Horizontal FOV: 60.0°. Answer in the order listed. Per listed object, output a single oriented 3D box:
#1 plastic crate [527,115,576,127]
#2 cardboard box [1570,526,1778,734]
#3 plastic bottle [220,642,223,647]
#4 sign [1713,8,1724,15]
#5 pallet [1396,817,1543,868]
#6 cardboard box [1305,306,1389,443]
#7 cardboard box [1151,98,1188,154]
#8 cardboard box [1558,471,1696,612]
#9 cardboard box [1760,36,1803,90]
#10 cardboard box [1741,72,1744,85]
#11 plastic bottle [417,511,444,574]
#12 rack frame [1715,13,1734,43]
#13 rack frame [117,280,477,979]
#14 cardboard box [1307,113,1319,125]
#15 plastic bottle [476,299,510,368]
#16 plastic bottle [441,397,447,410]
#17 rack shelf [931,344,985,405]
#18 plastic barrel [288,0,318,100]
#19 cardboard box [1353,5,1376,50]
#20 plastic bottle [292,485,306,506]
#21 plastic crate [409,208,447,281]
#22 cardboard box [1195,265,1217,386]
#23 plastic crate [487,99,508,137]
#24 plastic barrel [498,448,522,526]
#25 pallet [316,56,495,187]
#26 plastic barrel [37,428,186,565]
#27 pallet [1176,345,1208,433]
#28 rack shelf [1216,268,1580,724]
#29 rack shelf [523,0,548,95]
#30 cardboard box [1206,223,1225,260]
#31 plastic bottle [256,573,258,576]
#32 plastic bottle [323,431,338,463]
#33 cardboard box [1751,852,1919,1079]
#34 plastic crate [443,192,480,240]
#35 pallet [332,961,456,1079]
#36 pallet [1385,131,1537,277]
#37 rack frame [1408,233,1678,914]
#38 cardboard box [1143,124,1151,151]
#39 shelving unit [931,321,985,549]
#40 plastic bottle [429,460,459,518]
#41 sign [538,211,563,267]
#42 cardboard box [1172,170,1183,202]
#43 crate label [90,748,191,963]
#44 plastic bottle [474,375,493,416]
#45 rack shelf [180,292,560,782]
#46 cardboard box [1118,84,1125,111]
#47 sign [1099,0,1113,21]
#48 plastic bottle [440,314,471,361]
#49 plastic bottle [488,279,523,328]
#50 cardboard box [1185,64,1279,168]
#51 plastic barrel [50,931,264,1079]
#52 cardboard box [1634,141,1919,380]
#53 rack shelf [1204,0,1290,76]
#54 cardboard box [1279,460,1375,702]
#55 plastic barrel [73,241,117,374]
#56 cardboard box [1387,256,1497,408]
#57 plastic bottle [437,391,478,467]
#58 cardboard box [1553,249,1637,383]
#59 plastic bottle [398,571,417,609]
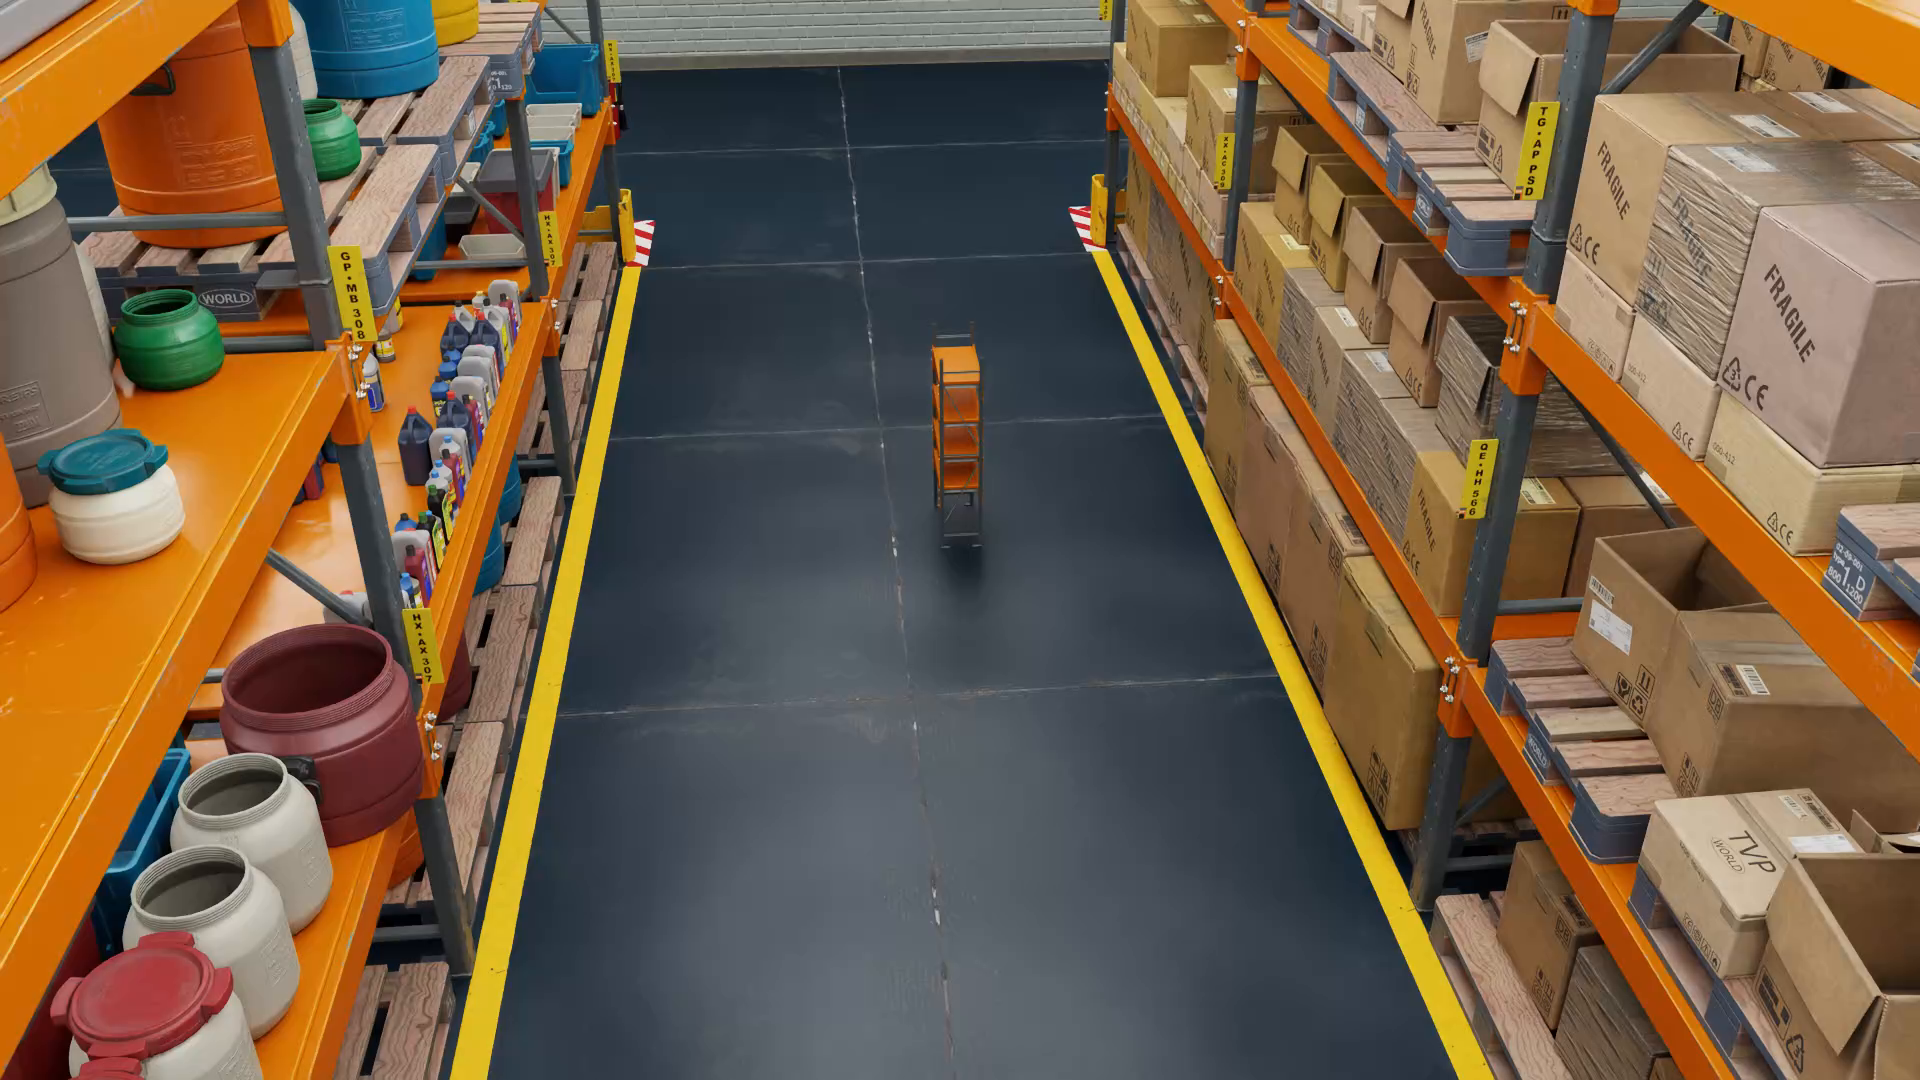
[{"bbox_3d":[-2.968,-2.954,11.970,0.396,0.136,0.243,-3,31,-5],"label":"plastic crate"},{"bbox_3d":[2.532,0.300,5.817,0.500,0.500,0.500,-6,31,-11],"label":"cardboard box"},{"bbox_3d":[-2.945,0.326,6.474,0.097,0.201,0.097,0,31,0],"label":"plastic bottle"},{"bbox_3d":[6.102,-4.367,13.292,0.100,0.325,0.005,-3,31,-5],"label":"sign"},{"bbox_3d":[2.443,1.040,7.803,1.003,0.211,1.213,-3,31,-5],"label":"pallet"},{"bbox_3d":[2.010,-0.814,8.090,0.500,0.500,0.500,-2,31,-4],"label":"cardboard box"},{"bbox_3d":[1.623,-2.853,11.457,0.500,0.250,0.500,-3,31,-6],"label":"cardboard box"},{"bbox_3d":[2.667,-0.055,6.820,0.500,0.500,0.500,-2,31,-3],"label":"cardboard box"},{"bbox_3d":[6.484,-3.678,12.595,0.500,0.500,0.500,-3,31,-4],"label":"cardboard box"},{"bbox_3d":[6.346,-3.732,13.319,0.380,0.149,0.250,-3,31,-5],"label":"cardboard box"},{"bbox_3d":[-2.218,-0.007,6.950,0.061,0.283,0.133,-3,31,-5],"label":"plastic bottle"},{"bbox_3d":[6.642,-4.021,13.558,1.000,3.000,0.127,-3,31,-5],"label":"rack frame"},{"bbox_3d":[-2.489,0.486,6.011,1.000,3.000,0.127,-3,31,-5],"label":"rack frame"},{"bbox_3d":[2.278,-2.435,10.027,0.500,0.500,0.500,-3,31,-5],"label":"cardboard box"},{"bbox_3d":[-2.452,-1.081,8.683,0.144,0.351,0.185,-3,31,-5],"label":"plastic bottle"},{"bbox_3d":[-2.399,-0.555,7.880,0.097,0.271,0.097,0,31,0],"label":"plastic bottle"},{"bbox_3d":[-0.015,-0.937,9.383,0.258,0.148,0.480,-3,31,-5],"label":"rack shelf"},{"bbox_3d":[-2.805,-1.938,6.603,0.433,0.535,0.433,0,31,0],"label":"plastic barrel"},{"bbox_3d":[2.058,-2.386,7.730,0.380,0.149,0.250,-4,31,-7],"label":"cardboard box"},{"bbox_3d":[-3.032,-0.345,7.452,0.144,0.351,0.185,-3,31,-5],"label":"plastic bottle"},{"bbox_3d":[-3.246,-1.797,9.790,0.392,0.384,0.575,-3,31,-5],"label":"plastic crate"},{"bbox_3d":[2.086,-1.402,10.835,0.875,0.875,0.875,-3,31,-5],"label":"cardboard box"},{"bbox_3d":[-3.480,-3.074,12.076,0.416,0.233,0.300,-3,31,-5],"label":"plastic crate"},{"bbox_3d":[-2.829,-0.557,9.394,0.600,0.901,0.708,-3,31,-5],"label":"plastic barrel"},{"bbox_3d":[-2.584,-1.788,7.078,1.003,0.211,1.213,-3,31,-5],"label":"pallet"},{"bbox_3d":[-2.138,-0.104,4.209,0.301,0.262,0.301,0,31,0],"label":"plastic barrel"},{"bbox_3d":[2.075,-0.988,11.199,1.003,0.211,1.213,-3,31,-5],"label":"pallet"},{"bbox_3d":[2.255,-0.463,8.302,1.077,0.370,4.000,-3,31,-5],"label":"rack shelf"},{"bbox_3d":[-3.050,-3.556,10.555,1.077,0.370,4.000,-3,31,-5],"label":"rack shelf"},{"bbox_3d":[1.714,-1.825,10.126,0.380,0.149,0.250,-3,31,-4],"label":"cardboard box"},{"bbox_3d":[-2.993,0.059,6.920,0.097,0.201,0.097,0,31,0],"label":"plastic bottle"},{"bbox_3d":[-2.946,-0.502,7.791,0.097,0.271,0.097,0,31,0],"label":"plastic bottle"},{"bbox_3d":[2.562,1.186,4.329,0.797,0.503,0.637,0,31,0],"label":"cardboard box"},{"bbox_3d":[-3.235,-2.022,10.420,0.437,0.125,0.590,-3,31,-5],"label":"plastic crate"},{"bbox_3d":[-2.456,2.081,6.061,1.003,0.211,1.213,-3,31,-5],"label":"pallet"},{"bbox_3d":[2.329,-1.284,6.234,1.213,0.211,1.003,-1,31,-2],"label":"pallet"},{"bbox_3d":[2.442,0.249,6.408,1.000,3.000,0.127,-3,31,-5],"label":"rack frame"},{"bbox_3d":[1.522,-2.874,11.882,0.380,0.149,0.250,-3,31,-5],"label":"cardboard box"},{"bbox_3d":[-0.015,-0.600,9.584,0.258,1.200,0.503,-3,31,-5],"label":"shelving unit"},{"bbox_3d":[-2.278,-0.227,7.331,0.097,0.271,0.097,0,31,0],"label":"plastic bottle"},{"bbox_3d":[-2.315,-1.700,9.402,0.100,0.325,0.005,-3,31,-5],"label":"sign"},{"bbox_3d":[1.617,-2.351,11.006,0.380,0.149,0.250,-2,31,-4],"label":"cardboard box"},{"bbox_3d":[-2.666,0.991,5.131,0.502,0.435,0.616,-3,31,-5],"label":"crate label"},{"bbox_3d":[-2.373,-0.714,8.215,0.097,0.201,0.097,0,31,0],"label":"plastic bottle"},{"bbox_3d":[-2.676,-0.226,7.905,1.077,0.370,4.000,-3,31,-5],"label":"rack shelf"},{"bbox_3d":[1.424,-3.400,12.762,0.380,0.149,0.250,-3,31,-5],"label":"cardboard box"},{"bbox_3d":[1.141,-4.217,12.965,0.100,0.325,0.005,-3,31,-5],"label":"sign"},{"bbox_3d":[-2.578,-0.980,8.514,0.144,0.351,0.185,-3,31,-5],"label":"plastic bottle"},{"bbox_3d":[-2.505,-1.317,9.151,0.152,0.276,0.135,-3,31,-5],"label":"plastic bottle"},{"bbox_3d":[1.716,-2.656,10.397,0.500,0.500,0.500,-2,31,-4],"label":"cardboard box"},{"bbox_3d":[-2.096,1.376,4.389,0.433,0.535,0.433,0,31,0],"label":"plastic barrel"},{"bbox_3d":[2.273,-0.785,4.629,0.500,0.500,0.500,-3,31,-4],"label":"cardboard box"},{"bbox_3d":[1.881,-3.793,10.952,1.077,0.370,4.000,-3,31,-5],"label":"rack shelf"},{"bbox_3d":[2.322,0.172,8.200,1.225,0.875,0.875,-3,31,-4],"label":"cardboard box"},{"bbox_3d":[-2.765,-0.676,4.923,0.421,0.512,0.421,0,31,0],"label":"plastic barrel"},{"bbox_3d":[2.332,-0.931,7.309,0.797,0.503,0.637,-2,31,-3],"label":"cardboard box"},{"bbox_3d":[-2.349,-0.519,7.742,0.144,0.351,0.185,-3,31,-5],"label":"plastic bottle"},{"bbox_3d":[2.232,-0.722,5.255,0.500,0.250,0.500,-2,31,-4],"label":"cardboard box"},{"bbox_3d":[-2.192,0.245,6.541,0.097,0.271,0.097,0,31,0],"label":"plastic bottle"}]
